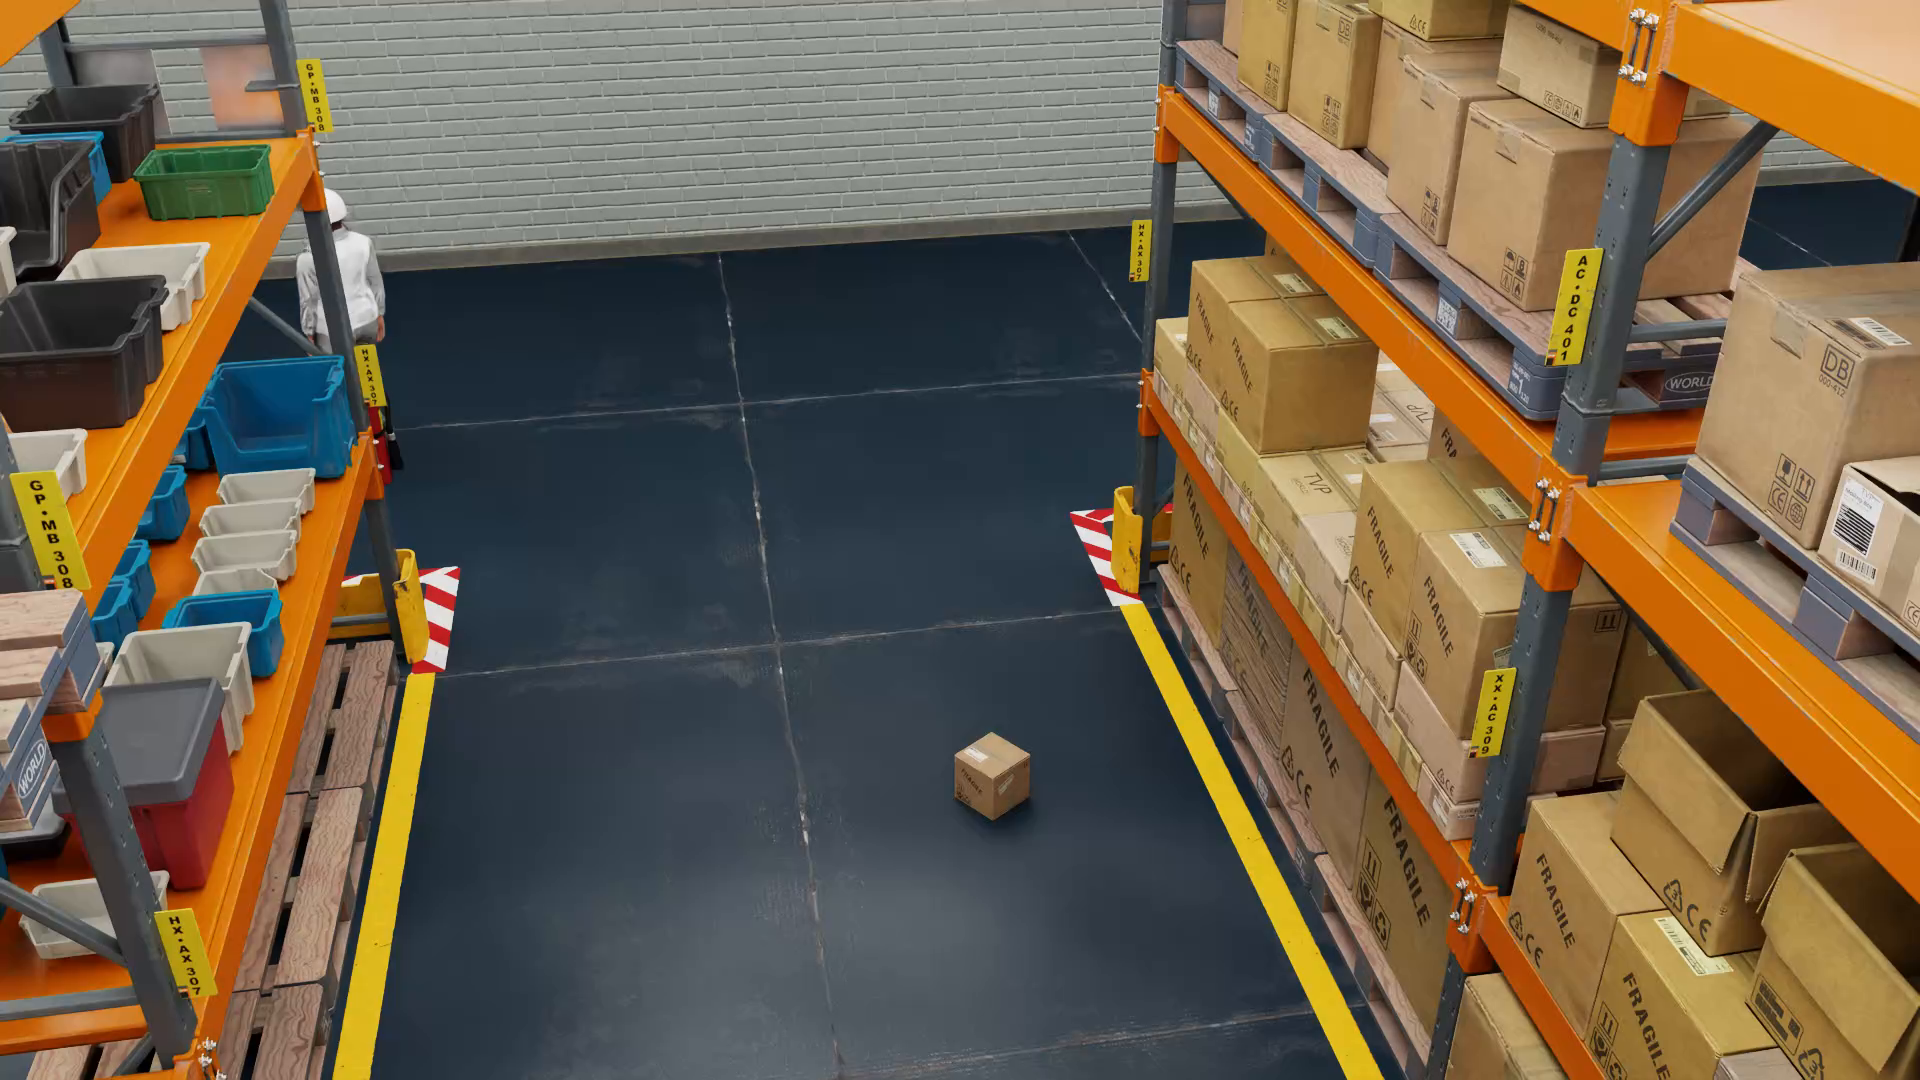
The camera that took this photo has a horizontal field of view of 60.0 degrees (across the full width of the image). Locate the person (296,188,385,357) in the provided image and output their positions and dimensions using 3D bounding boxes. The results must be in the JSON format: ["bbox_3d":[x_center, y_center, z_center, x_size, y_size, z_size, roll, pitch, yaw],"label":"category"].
[{"bbox_3d":[-3.846,-1.357,10.389,0.623,1.754,0.552,21,36,31],"label":"person"}]
